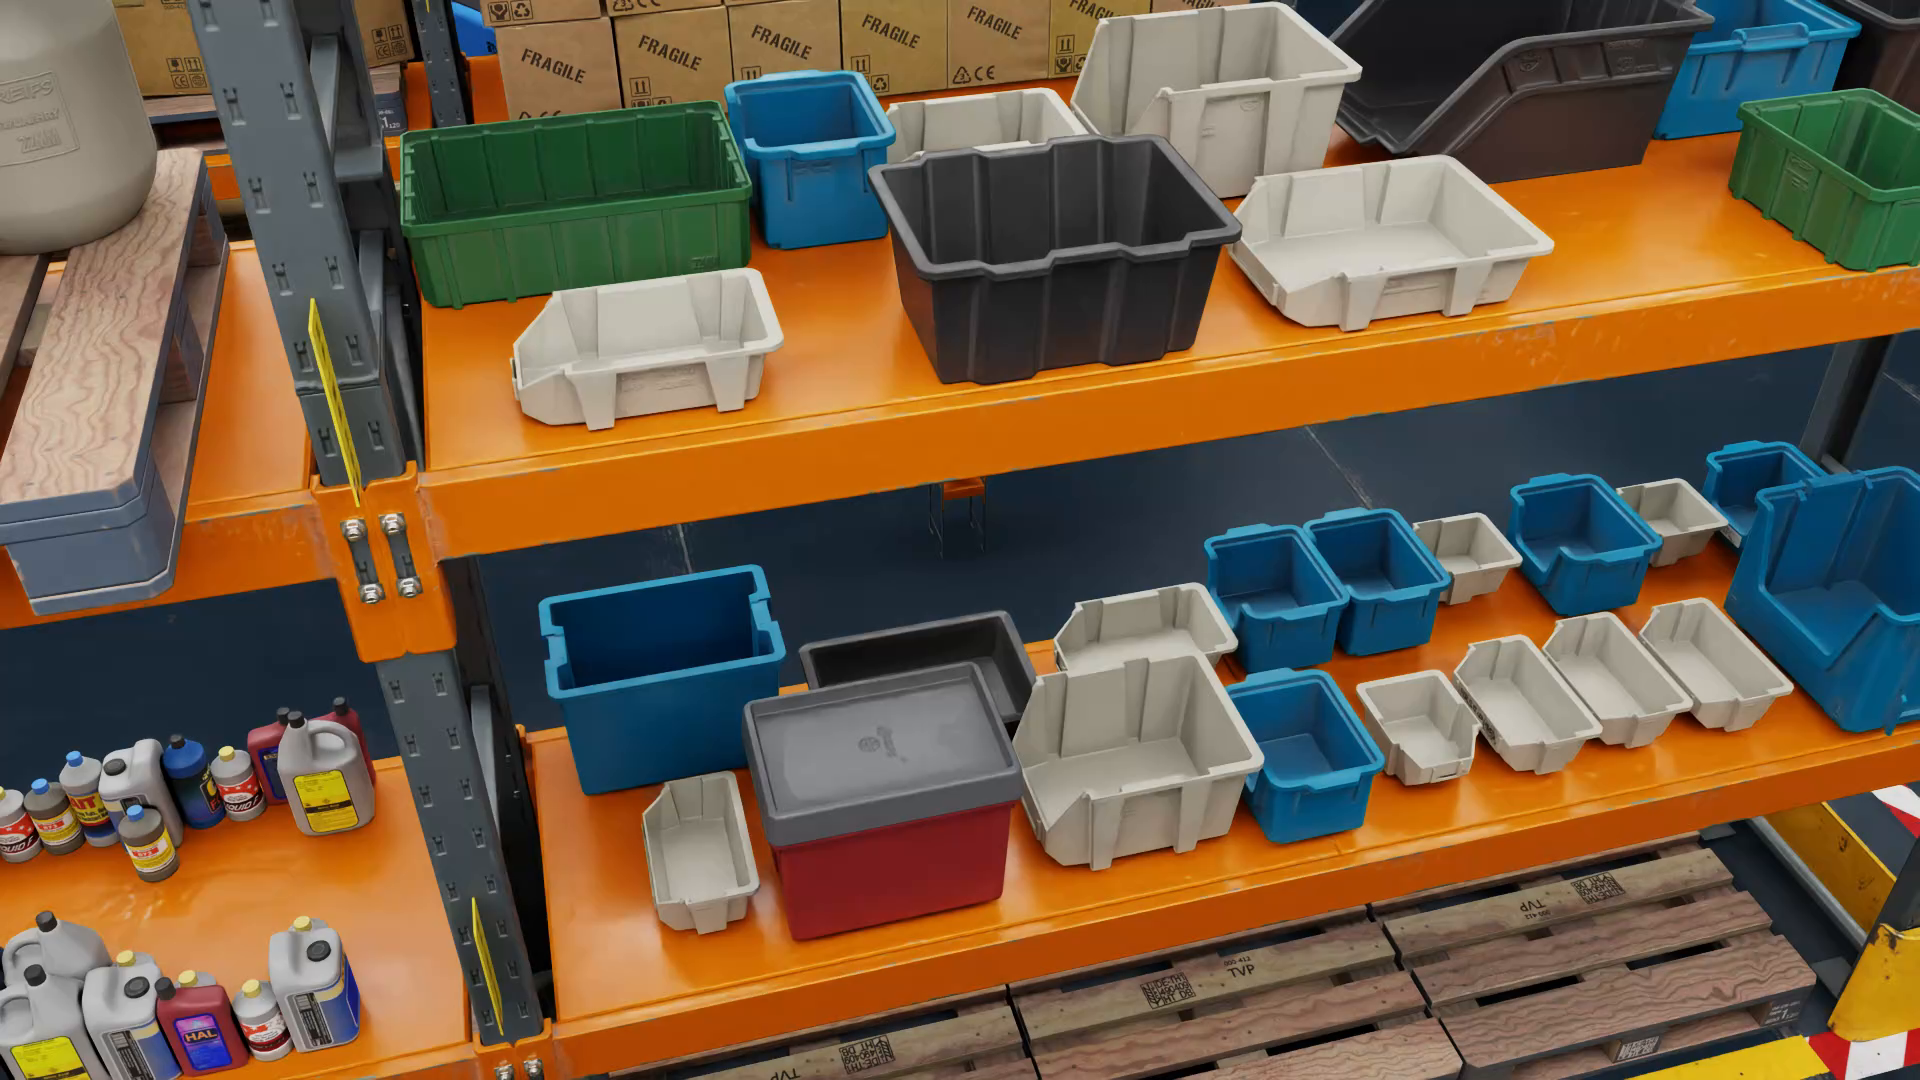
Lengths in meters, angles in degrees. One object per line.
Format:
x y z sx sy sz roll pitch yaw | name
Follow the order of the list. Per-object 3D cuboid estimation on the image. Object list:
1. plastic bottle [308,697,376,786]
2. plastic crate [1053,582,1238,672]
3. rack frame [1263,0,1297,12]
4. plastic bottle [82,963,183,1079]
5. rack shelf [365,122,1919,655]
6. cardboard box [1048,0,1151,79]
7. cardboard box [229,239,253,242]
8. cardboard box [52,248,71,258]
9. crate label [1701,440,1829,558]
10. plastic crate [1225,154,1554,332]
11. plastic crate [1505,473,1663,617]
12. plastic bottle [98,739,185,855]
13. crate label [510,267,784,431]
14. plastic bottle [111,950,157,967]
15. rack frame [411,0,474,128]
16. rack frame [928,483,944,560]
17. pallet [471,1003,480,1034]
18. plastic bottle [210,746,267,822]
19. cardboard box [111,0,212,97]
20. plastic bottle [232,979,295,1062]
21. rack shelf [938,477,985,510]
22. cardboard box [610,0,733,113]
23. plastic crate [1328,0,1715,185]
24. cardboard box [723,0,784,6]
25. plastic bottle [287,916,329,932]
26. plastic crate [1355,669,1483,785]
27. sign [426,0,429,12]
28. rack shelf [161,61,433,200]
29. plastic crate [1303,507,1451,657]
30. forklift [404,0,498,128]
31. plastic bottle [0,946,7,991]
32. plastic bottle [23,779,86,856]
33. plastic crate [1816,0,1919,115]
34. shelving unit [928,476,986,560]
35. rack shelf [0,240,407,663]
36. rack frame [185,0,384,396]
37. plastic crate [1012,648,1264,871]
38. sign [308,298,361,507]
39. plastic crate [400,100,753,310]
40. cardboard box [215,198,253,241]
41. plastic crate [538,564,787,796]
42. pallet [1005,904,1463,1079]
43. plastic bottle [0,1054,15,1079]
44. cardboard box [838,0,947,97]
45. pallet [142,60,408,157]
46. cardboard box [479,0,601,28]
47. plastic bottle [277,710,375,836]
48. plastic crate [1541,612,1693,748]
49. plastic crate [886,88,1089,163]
-1.574 0.517 4.201 0.133 0.283 0.061 -9 38 -12 | plastic bottle
0.494 0.292 4.567 0.466 0.136 0.293 -9 38 -12 | plastic crate
1.465 -2.876 8.541 0.127 3.000 1.000 -9 38 -12 | rack frame
-1.758 1.022 3.547 0.135 0.276 0.152 -9 38 -12 | plastic bottle
0.822 -0.559 3.635 4.000 0.370 1.077 -9 38 -12 | rack shelf
0.604 -2.601 8.099 0.500 0.500 0.500 -9 38 -12 | cardboard box
-3.278 -1.105 7.921 0.500 0.500 0.500 -9 38 -12 | cardboard box
-4.377 -1.551 7.886 0.500 0.250 0.500 -10 39 -13 | cardboard box
2.429 -0.082 4.976 0.303 0.233 0.416 -9 38 -12 | crate label
0.823 -0.584 3.293 0.530 0.136 0.437 -9 38 -12 | plastic crate
1.793 0.023 4.840 0.300 0.233 0.416 -9 38 -12 | plastic crate
-2.008 0.620 4.072 0.135 0.276 0.152 -9 38 -12 | plastic bottle
-0.561 -0.331 2.963 0.466 0.136 0.293 -9 38 -12 | crate label
-1.808 0.982 3.661 0.097 0.201 0.097 0 37 0 | plastic bottle
-2.397 -2.243 7.713 0.127 3.000 1.000 -9 38 -12 | rack frame
-0.102 -0.460 6.863 0.006 1.200 0.240 -9 38 -12 | rack frame
-1.865 1.869 4.634 1.213 0.211 1.003 -9 38 -12 | pallet
-1.809 0.600 4.160 0.097 0.201 0.097 0 37 0 | plastic bottle
-3.560 -2.359 7.438 0.500 0.500 0.700 -4 38 -5 | cardboard box
-1.510 1.029 3.600 0.097 0.201 0.097 0 37 0 | plastic bottle
-0.014 -0.248 7.055 0.180 0.103 0.258 -9 38 -12 | rack shelf
-1.340 -2.286 7.688 0.500 0.500 0.500 -9 38 -11 | cardboard box
1.206 -1.056 3.744 0.767 0.338 0.504 -9 38 -12 | plastic crate
-0.874 -2.752 7.474 0.500 0.500 0.500 -10 39 -13 | cardboard box
-1.455 0.924 3.737 0.097 0.201 0.097 0 37 0 | plastic bottle
1.186 0.500 4.296 0.250 0.136 0.298 -9 38 -12 | plastic crate
-2.248 -2.378 6.936 0.005 0.325 0.100 -9 38 -12 | sign
-4.327 -1.640 7.517 4.000 0.370 1.077 -9 38 -12 | rack shelf
1.158 0.127 4.704 0.300 0.233 0.416 -9 38 -12 | plastic crate
-3.198 -3.929 9.974 3.031 2.935 1.130 29 46 32 | forklift
-2.127 0.965 3.560 0.185 0.351 0.144 -9 38 -12 | plastic bottle
-2.221 0.668 4.072 0.097 0.201 0.097 0 37 0 | plastic bottle
2.309 -1.212 4.005 0.590 0.269 0.497 -9 38 -12 | plastic crate
-0.014 -0.474 6.882 0.189 1.200 0.258 -9 38 -12 | shelving unit
-3.040 0.074 2.807 4.000 0.370 1.077 -9 38 -12 | rack shelf
-1.109 -1.719 2.091 0.127 3.000 1.000 -9 38 -12 | rack frame
0.413 0.553 4.107 0.530 0.282 0.437 -9 38 -12 | plastic crate
-0.967 -0.209 2.578 0.005 0.325 0.100 -9 38 -12 | sign
-0.779 -0.688 3.387 0.662 0.188 0.450 -9 38 -12 | plastic crate
-3.439 -1.400 8.307 0.500 0.500 0.500 -9 38 -11 | cardboard box
-0.747 0.372 4.259 0.575 0.384 0.392 -9 38 -12 | plastic crate
0.771 1.436 5.199 1.213 0.211 1.003 -9 38 -12 | pallet
-2.089 1.050 3.450 0.185 0.351 0.144 -9 38 -12 | plastic bottle
-0.366 -2.446 7.896 0.500 0.500 0.500 -10 39 -13 | cardboard box
-3.196 -2.104 7.690 1.213 0.211 1.003 -9 38 -12 | pallet
-1.868 -2.589 7.261 0.500 0.500 0.500 -8 38 -11 | cardboard box
-1.572 0.555 4.096 0.185 0.351 0.144 -9 38 -12 | plastic bottle
1.729 0.383 4.448 0.243 0.136 0.396 -9 38 -12 | plastic crate
0.020 -0.848 3.638 0.466 0.136 0.293 -9 38 -12 | plastic crate
